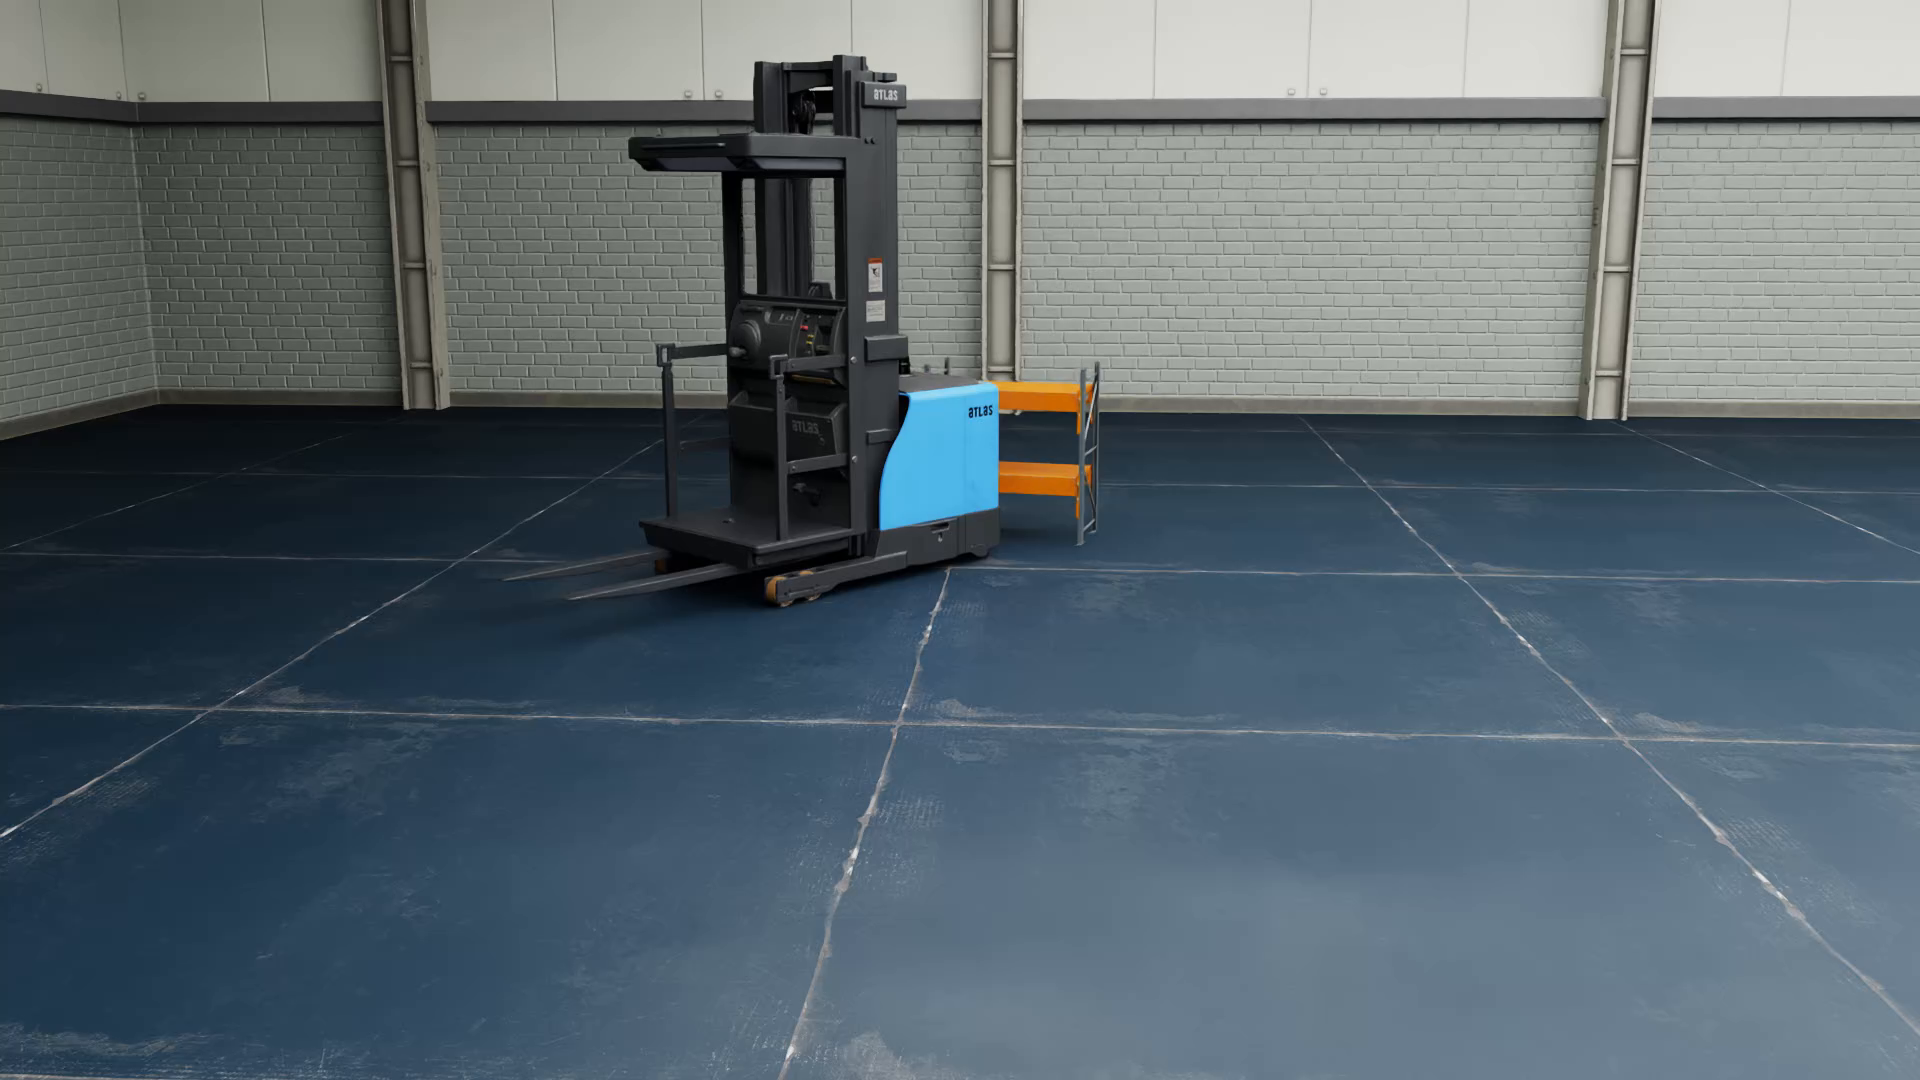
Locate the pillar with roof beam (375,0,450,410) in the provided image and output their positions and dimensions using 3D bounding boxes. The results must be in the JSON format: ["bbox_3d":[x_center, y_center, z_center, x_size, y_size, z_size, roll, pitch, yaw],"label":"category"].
[{"bbox_3d":[-5.855,-4.909,12.255,0.400,9.000,9.100,1,12,4],"label":"pillar with roof beam"}]

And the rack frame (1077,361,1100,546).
[{"bbox_3d":[0.831,-0.564,10.715,0.032,1.125,0.500,3,12,15],"label":"rack frame"}]

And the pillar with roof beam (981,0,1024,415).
[{"bbox_3d":[0.132,-4.826,11.863,0.400,9.000,9.100,1,12,4],"label":"pillar with roof beam"}]

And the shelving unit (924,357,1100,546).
[{"bbox_3d":[0.342,-0.592,10.850,1.048,1.125,0.538,3,12,15],"label":"shelving unit"}]

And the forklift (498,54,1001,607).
[{"bbox_3d":[-1.134,-1.190,9.299,1.130,2.935,3.031,11,16,43],"label":"forklift"}]

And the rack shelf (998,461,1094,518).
[{"bbox_3d":[0.342,-0.353,10.900,1.000,0.278,0.538,3,12,15],"label":"rack shelf"}]

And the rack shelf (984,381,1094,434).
[{"bbox_3d":[0.342,-0.878,10.790,1.000,0.278,0.538,3,12,15],"label":"rack shelf"}]

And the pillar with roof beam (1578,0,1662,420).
[{"bbox_3d":[6.119,-4.744,11.471,0.400,9.000,9.100,1,12,4],"label":"pillar with roof beam"}]

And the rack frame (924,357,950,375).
[{"bbox_3d":[-0.148,-0.620,10.985,0.032,1.125,0.500,3,12,15],"label":"rack frame"}]
